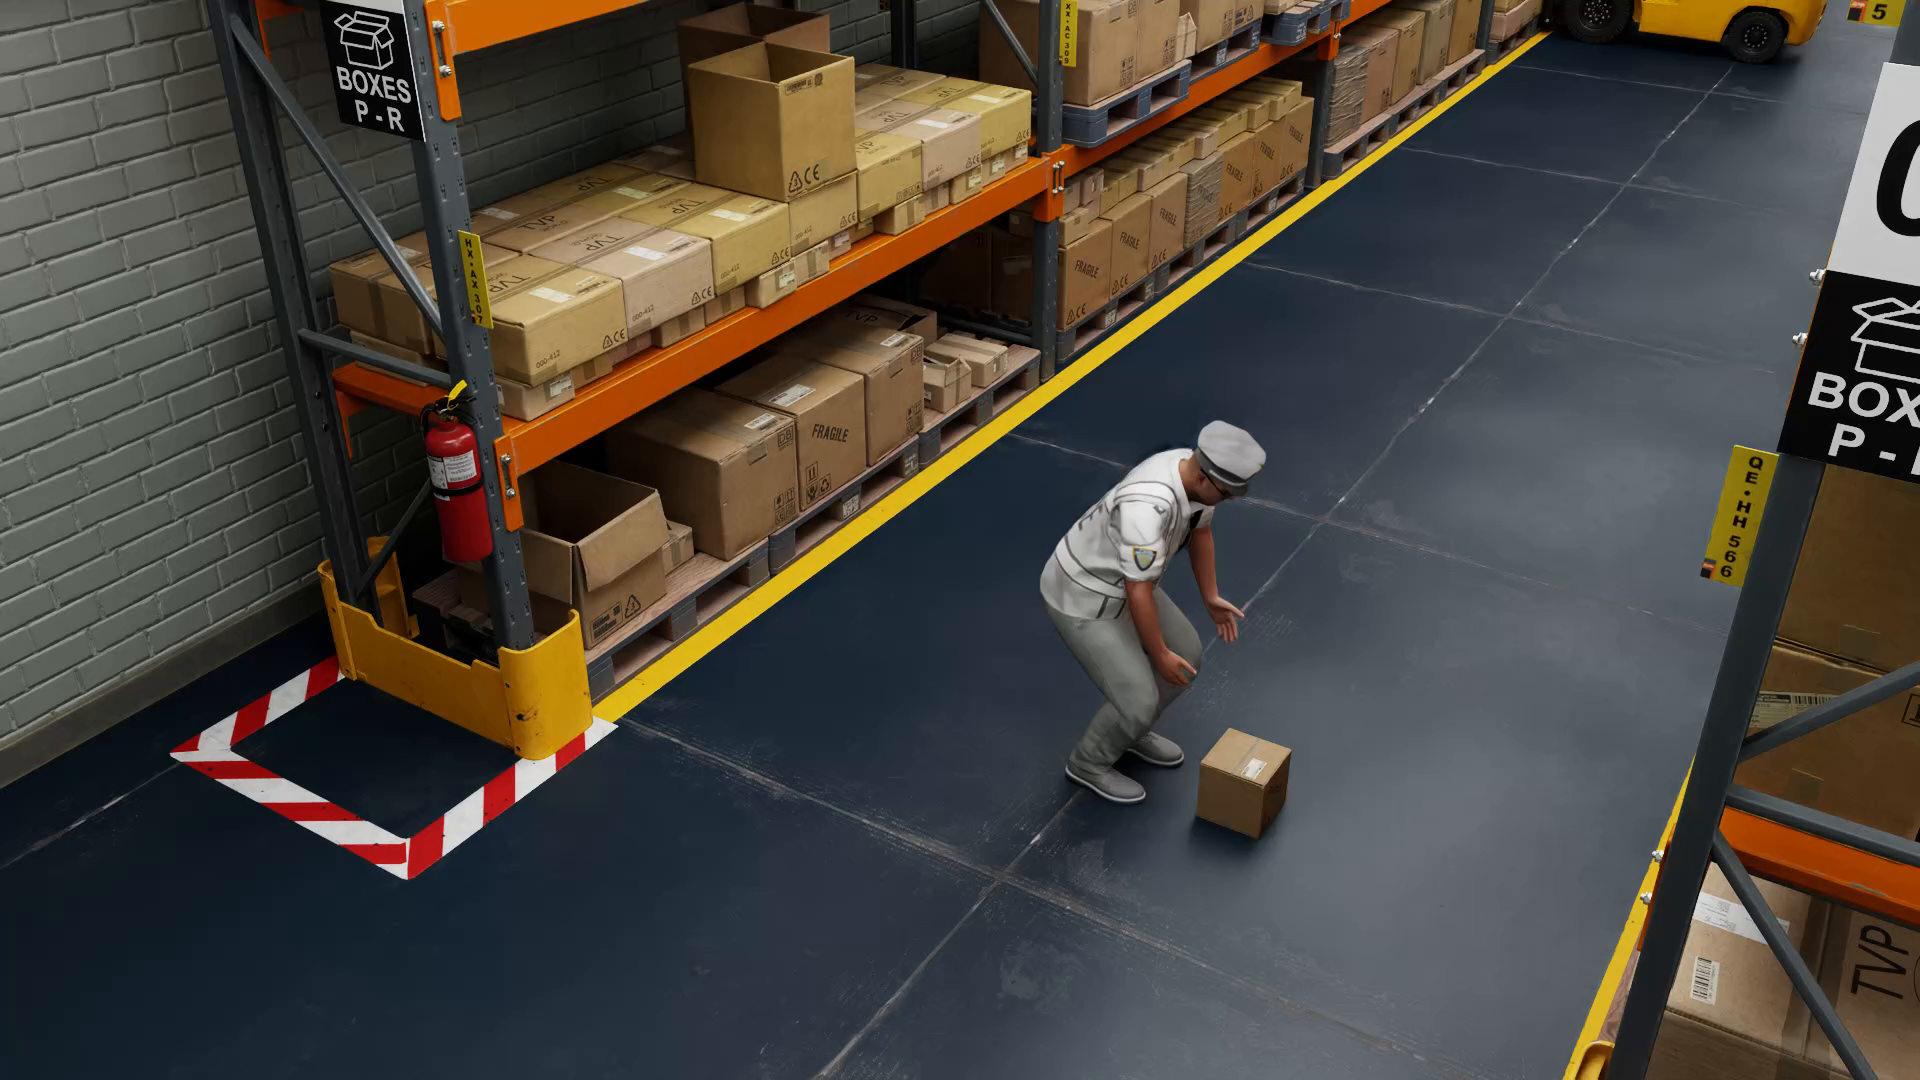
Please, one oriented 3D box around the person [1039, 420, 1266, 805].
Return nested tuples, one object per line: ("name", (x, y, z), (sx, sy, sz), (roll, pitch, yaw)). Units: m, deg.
("person", (0.682, 0.226, 6.000), (0.751, 1.496, 0.588), (18, 35, 28))
